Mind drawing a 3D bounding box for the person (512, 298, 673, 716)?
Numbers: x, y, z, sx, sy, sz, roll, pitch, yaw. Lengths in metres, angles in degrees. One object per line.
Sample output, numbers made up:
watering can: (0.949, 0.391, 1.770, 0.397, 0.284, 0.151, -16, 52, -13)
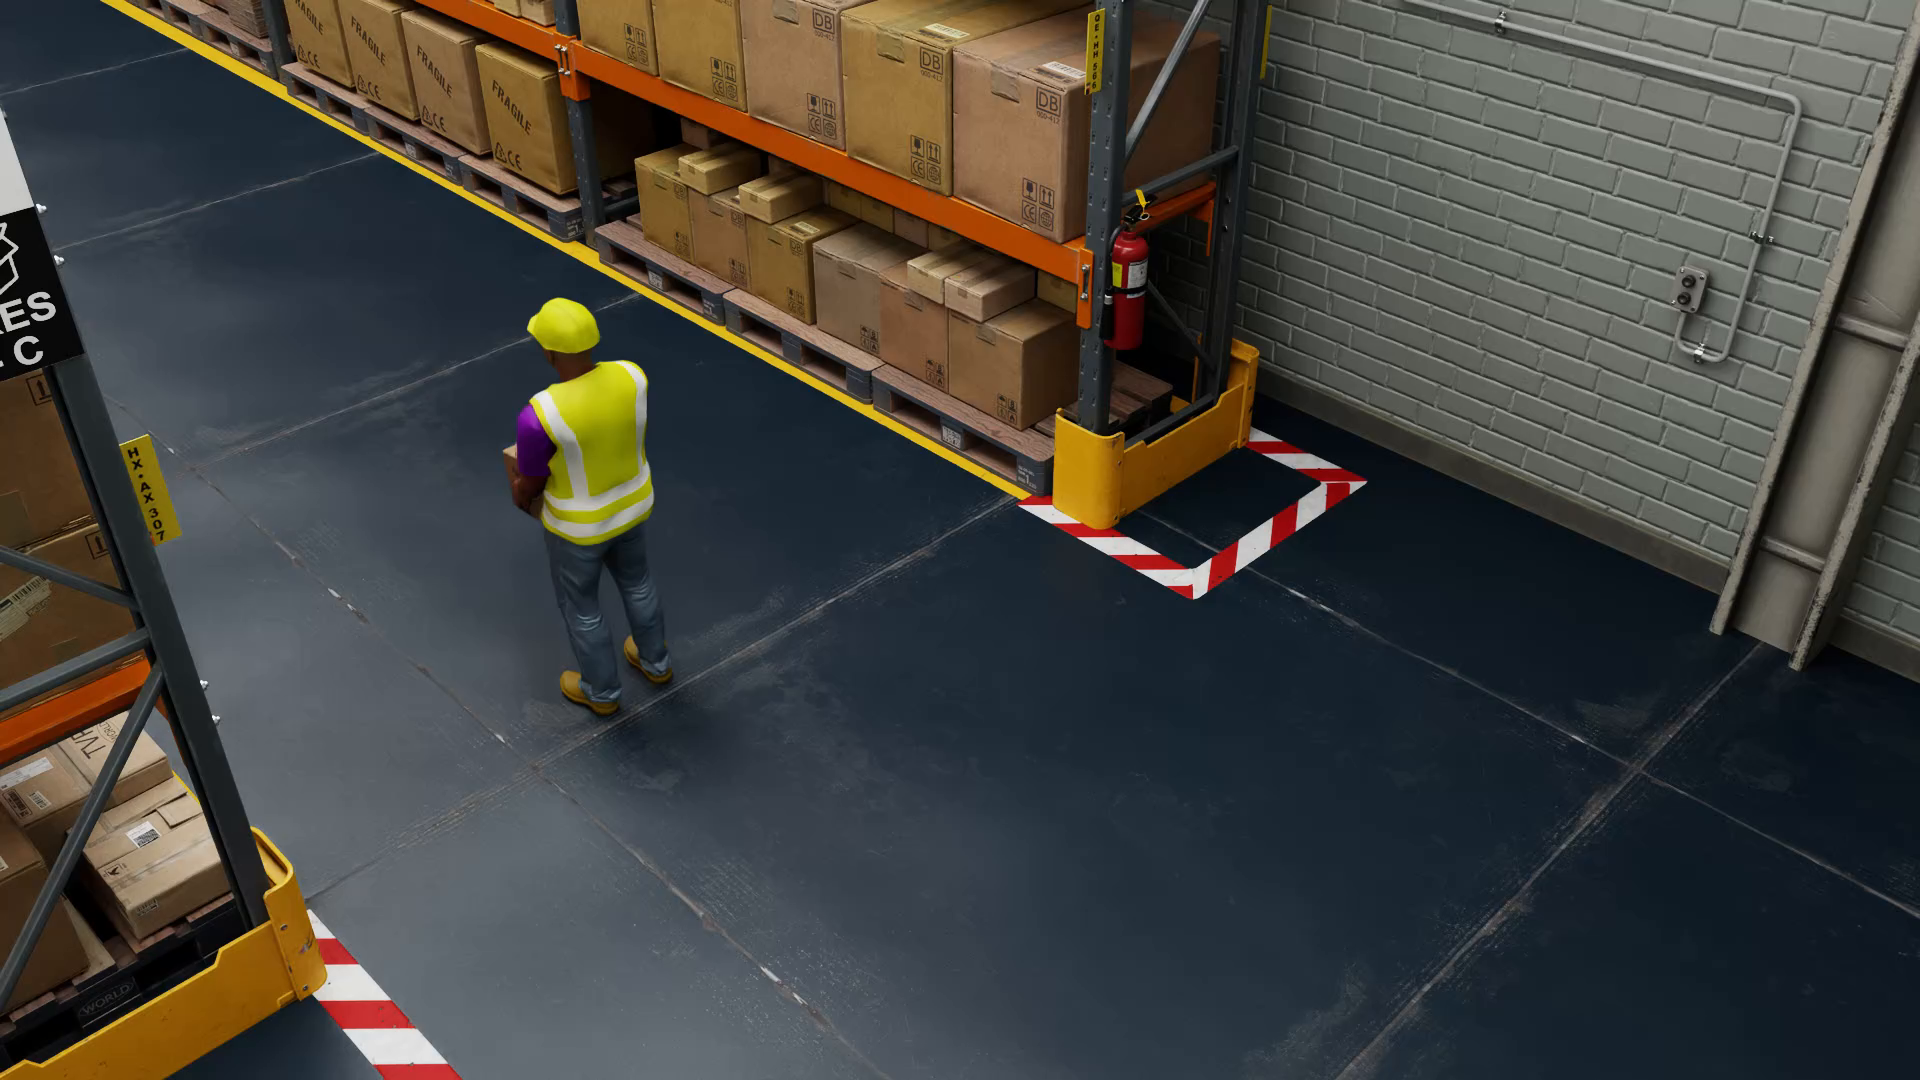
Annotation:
person: (-1.424, -0.135, 6.315, 0.520, 1.769, 0.558, 29, 45, 35)
